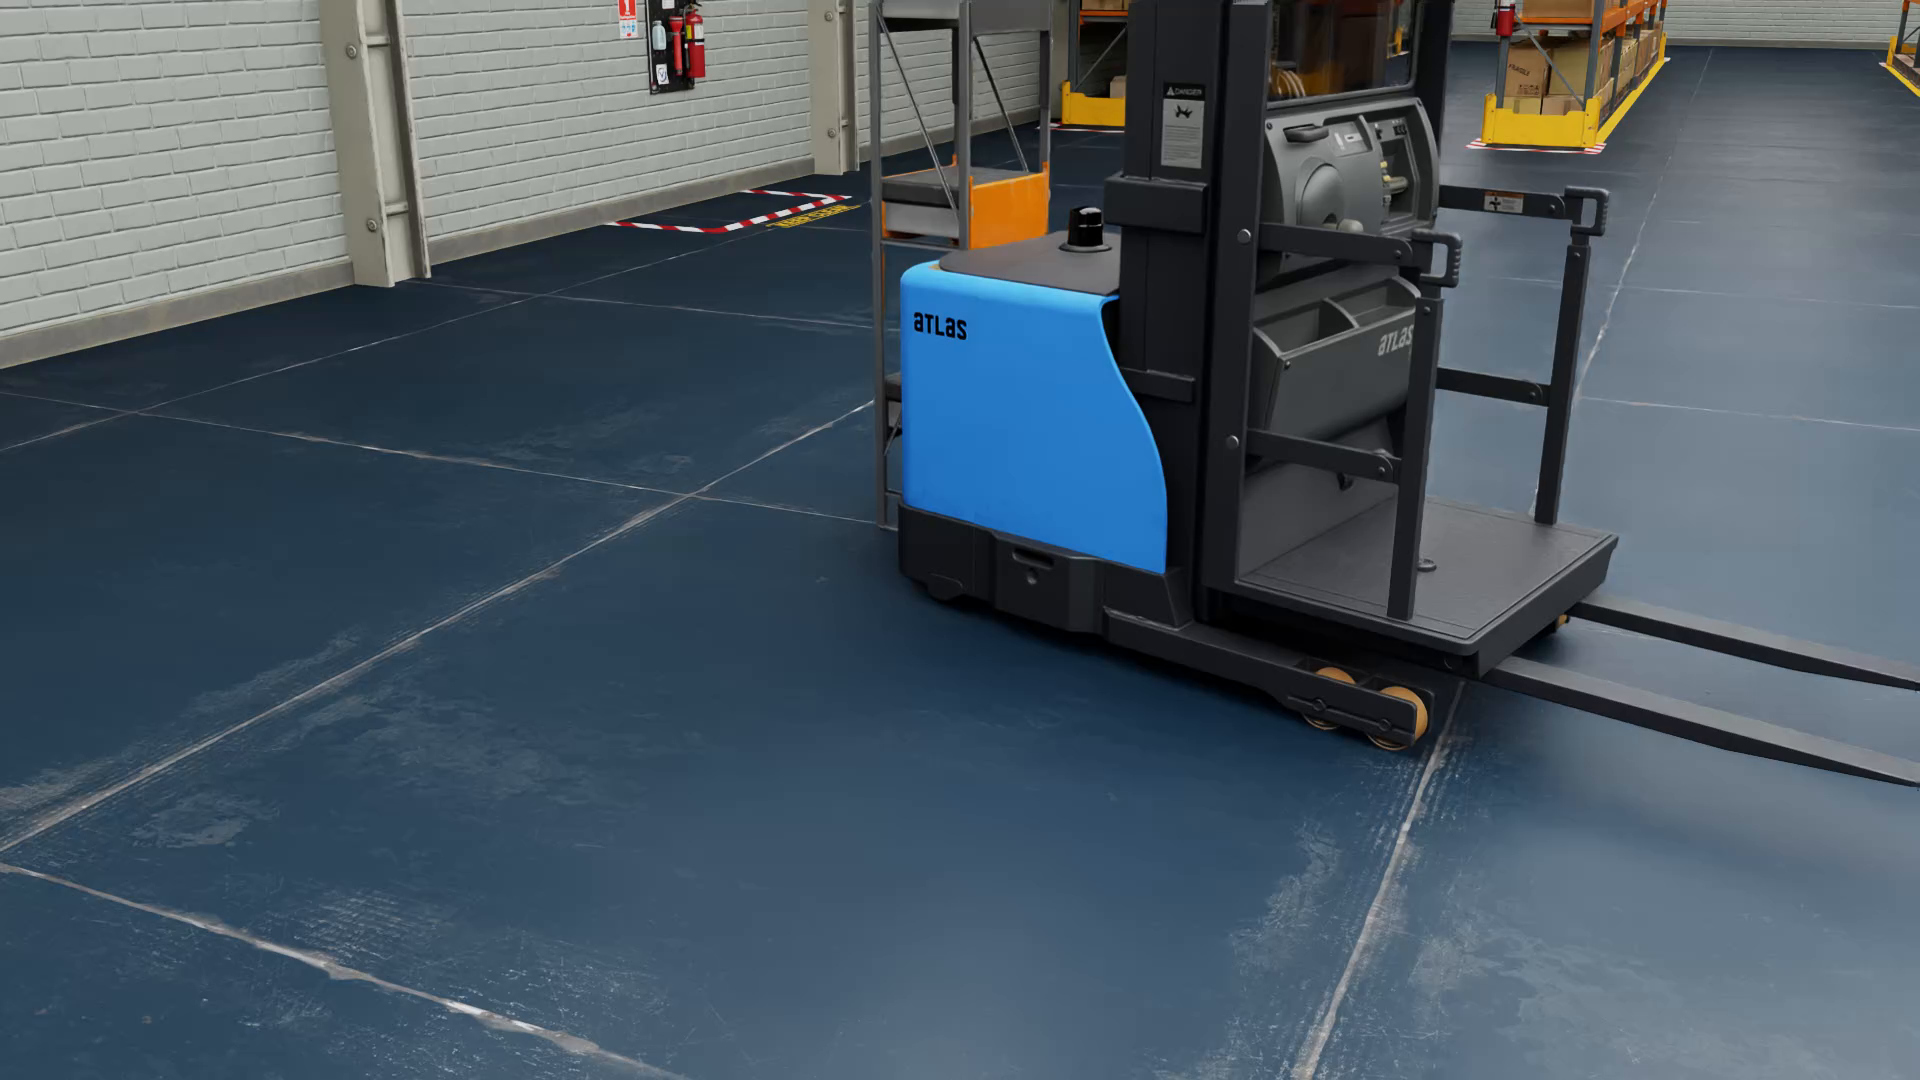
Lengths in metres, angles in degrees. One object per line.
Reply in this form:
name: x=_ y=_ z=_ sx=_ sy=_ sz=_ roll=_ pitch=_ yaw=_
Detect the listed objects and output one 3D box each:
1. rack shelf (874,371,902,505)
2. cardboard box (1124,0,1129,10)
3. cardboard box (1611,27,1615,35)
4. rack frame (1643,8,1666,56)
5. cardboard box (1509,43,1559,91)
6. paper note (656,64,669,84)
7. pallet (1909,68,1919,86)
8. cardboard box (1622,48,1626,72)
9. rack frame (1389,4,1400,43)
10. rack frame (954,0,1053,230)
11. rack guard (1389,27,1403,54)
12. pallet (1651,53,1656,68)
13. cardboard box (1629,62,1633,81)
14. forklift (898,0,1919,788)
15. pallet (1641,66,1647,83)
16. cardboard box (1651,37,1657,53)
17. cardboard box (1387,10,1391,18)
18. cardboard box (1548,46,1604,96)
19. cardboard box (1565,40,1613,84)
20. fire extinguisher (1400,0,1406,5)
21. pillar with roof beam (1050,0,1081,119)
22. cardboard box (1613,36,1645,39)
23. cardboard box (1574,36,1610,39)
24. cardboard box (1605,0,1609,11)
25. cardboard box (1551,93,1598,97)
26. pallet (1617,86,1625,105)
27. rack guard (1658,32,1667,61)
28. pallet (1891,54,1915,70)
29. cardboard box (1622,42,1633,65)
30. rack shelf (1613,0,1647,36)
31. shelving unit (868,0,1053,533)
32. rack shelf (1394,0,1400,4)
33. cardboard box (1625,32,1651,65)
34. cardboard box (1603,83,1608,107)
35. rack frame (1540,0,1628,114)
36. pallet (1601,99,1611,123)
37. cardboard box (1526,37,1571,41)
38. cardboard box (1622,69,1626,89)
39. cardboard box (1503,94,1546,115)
rack shelf: x=0.006 y=-0.389 z=6.058 sx=0.431 sy=0.518 sz=0.480 roll=13 pitch=24 yaw=33
cardboard box: x=2.268 y=-6.458 z=19.845 sx=0.500 sy=0.250 sz=0.500 roll=8 pitch=21 yaw=21
cardboard box: x=10.179 y=-8.213 z=26.540 sx=0.500 sy=0.250 sz=0.500 roll=8 pitch=21 yaw=22
rack frame: x=12.851 y=-10.626 z=31.372 sx=1.000 sy=3.000 sz=0.127 roll=9 pitch=21 yaw=23
cardboard box: x=6.644 y=-5.503 z=19.324 sx=0.500 sy=0.500 sz=0.500 roll=9 pitch=21 yaw=23
paper note: x=-2.363 y=-3.702 z=13.217 sx=0.016 sy=0.148 sz=0.142 roll=9 pitch=21 yaw=23
pallet: x=15.377 y=-7.179 z=25.839 sx=1.003 sy=0.211 sz=1.213 roll=9 pitch=21 yaw=23
cardboard box: x=8.544 y=-6.369 z=22.040 sx=0.500 sy=0.311 sz=0.500 roll=8 pitch=21 yaw=22
rack frame: x=8.331 y=-11.305 z=33.280 sx=1.000 sy=3.000 sz=0.127 roll=9 pitch=21 yaw=23
rack frame: x=0.147 y=-1.128 z=6.006 sx=0.400 sy=2.100 sz=0.015 roll=13 pitch=24 yaw=33
rack guard: x=8.340 y=-10.134 z=33.719 sx=1.175 sy=0.500 sz=0.348 roll=9 pitch=21 yaw=23
pallet: x=11.994 y=-8.673 z=30.043 sx=1.003 sy=0.211 sz=1.213 roll=9 pitch=21 yaw=23
cardboard box: x=9.375 y=-6.731 z=23.895 sx=0.500 sy=0.250 sz=0.500 roll=8 pitch=21 yaw=22
forklift: x=1.255 y=-1.023 z=4.472 sx=3.031 sy=2.935 sz=1.130 roll=16 pitch=25 yaw=37
pallet: x=10.417 y=-7.461 z=26.634 sx=1.003 sy=0.211 sz=1.213 roll=9 pitch=21 yaw=23
cardboard box: x=12.437 y=-9.052 z=30.391 sx=0.500 sy=0.250 sz=0.500 roll=9 pitch=21 yaw=23
cardboard box: x=8.249 y=-10.338 z=32.698 sx=0.380 sy=0.149 sz=0.250 roll=8 pitch=21 yaw=22
cardboard box: x=6.925 y=-5.277 z=18.689 sx=0.500 sy=0.500 sz=0.500 roll=9 pitch=21 yaw=23
cardboard box: x=7.530 y=-5.737 z=19.982 sx=0.500 sy=0.500 sz=0.500 roll=9 pitch=21 yaw=23
fire extinguisher: x=8.813 y=-11.075 z=33.307 sx=0.296 sy=0.674 sz=0.183 roll=9 pitch=21 yaw=23
pillar with roof beam: x=5.204 y=-8.982 z=17.796 sx=9.100 sy=9.000 sz=0.400 roll=9 pitch=21 yaw=23
cardboard box: x=10.232 y=-7.471 z=25.573 sx=0.500 sy=0.500 sz=0.500 roll=8 pitch=21 yaw=21
cardboard box: x=9.744 y=-7.528 z=25.735 sx=0.500 sy=0.500 sz=0.500 roll=9 pitch=22 yaw=25
cardboard box: x=7.342 y=-6.553 z=19.770 sx=0.700 sy=0.500 sz=0.500 roll=9 pitch=21 yaw=24
cardboard box: x=6.923 y=-4.924 z=18.815 sx=0.500 sy=0.250 sz=0.500 roll=9 pitch=21 yaw=23
pallet: x=8.702 y=-6.249 z=23.225 sx=1.003 sy=0.211 sz=1.213 roll=9 pitch=21 yaw=23
rack guard: x=12.820 y=-9.425 z=31.725 sx=1.175 sy=0.500 sz=0.348 roll=9 pitch=21 yaw=23
pallet: x=16.996 y=-8.385 z=29.230 sx=1.003 sy=0.211 sz=1.213 roll=9 pitch=21 yaw=23
cardboard box: x=9.169 y=-6.840 z=23.364 sx=0.500 sy=0.311 sz=0.500 roll=8 pitch=21 yaw=22
rack shelf: x=8.756 y=-7.230 z=22.896 sx=1.077 sy=0.370 sz=4.000 roll=9 pitch=21 yaw=23
shelving unit: x=0.006 y=-1.061 z=5.819 sx=0.431 sy=2.100 sz=0.503 roll=13 pitch=24 yaw=33
rack shelf: x=7.512 y=-10.354 z=31.681 sx=1.077 sy=0.370 sz=4.000 roll=9 pitch=21 yaw=23
cardboard box: x=10.857 y=-7.940 z=26.891 sx=0.500 sy=0.500 sz=0.500 roll=9 pitch=21 yaw=23
cardboard box: x=7.542 y=-5.382 z=20.103 sx=0.500 sy=0.250 sz=0.500 roll=9 pitch=21 yaw=23
rack frame: x=7.937 y=-6.958 z=21.057 sx=1.000 sy=3.000 sz=0.127 roll=9 pitch=21 yaw=23
pallet: x=7.574 y=-5.407 z=20.856 sx=1.003 sy=0.211 sz=1.213 roll=9 pitch=21 yaw=23
cardboard box: x=7.264 y=-5.961 z=20.611 sx=0.500 sy=0.500 sz=0.500 roll=9 pitch=21 yaw=23
cardboard box: x=8.749 y=-6.264 z=22.583 sx=0.500 sy=0.250 sz=0.500 roll=8 pitch=21 yaw=21
cardboard box: x=6.249 y=-4.842 z=18.584 sx=0.500 sy=0.250 sz=0.500 roll=9 pitch=21 yaw=23
